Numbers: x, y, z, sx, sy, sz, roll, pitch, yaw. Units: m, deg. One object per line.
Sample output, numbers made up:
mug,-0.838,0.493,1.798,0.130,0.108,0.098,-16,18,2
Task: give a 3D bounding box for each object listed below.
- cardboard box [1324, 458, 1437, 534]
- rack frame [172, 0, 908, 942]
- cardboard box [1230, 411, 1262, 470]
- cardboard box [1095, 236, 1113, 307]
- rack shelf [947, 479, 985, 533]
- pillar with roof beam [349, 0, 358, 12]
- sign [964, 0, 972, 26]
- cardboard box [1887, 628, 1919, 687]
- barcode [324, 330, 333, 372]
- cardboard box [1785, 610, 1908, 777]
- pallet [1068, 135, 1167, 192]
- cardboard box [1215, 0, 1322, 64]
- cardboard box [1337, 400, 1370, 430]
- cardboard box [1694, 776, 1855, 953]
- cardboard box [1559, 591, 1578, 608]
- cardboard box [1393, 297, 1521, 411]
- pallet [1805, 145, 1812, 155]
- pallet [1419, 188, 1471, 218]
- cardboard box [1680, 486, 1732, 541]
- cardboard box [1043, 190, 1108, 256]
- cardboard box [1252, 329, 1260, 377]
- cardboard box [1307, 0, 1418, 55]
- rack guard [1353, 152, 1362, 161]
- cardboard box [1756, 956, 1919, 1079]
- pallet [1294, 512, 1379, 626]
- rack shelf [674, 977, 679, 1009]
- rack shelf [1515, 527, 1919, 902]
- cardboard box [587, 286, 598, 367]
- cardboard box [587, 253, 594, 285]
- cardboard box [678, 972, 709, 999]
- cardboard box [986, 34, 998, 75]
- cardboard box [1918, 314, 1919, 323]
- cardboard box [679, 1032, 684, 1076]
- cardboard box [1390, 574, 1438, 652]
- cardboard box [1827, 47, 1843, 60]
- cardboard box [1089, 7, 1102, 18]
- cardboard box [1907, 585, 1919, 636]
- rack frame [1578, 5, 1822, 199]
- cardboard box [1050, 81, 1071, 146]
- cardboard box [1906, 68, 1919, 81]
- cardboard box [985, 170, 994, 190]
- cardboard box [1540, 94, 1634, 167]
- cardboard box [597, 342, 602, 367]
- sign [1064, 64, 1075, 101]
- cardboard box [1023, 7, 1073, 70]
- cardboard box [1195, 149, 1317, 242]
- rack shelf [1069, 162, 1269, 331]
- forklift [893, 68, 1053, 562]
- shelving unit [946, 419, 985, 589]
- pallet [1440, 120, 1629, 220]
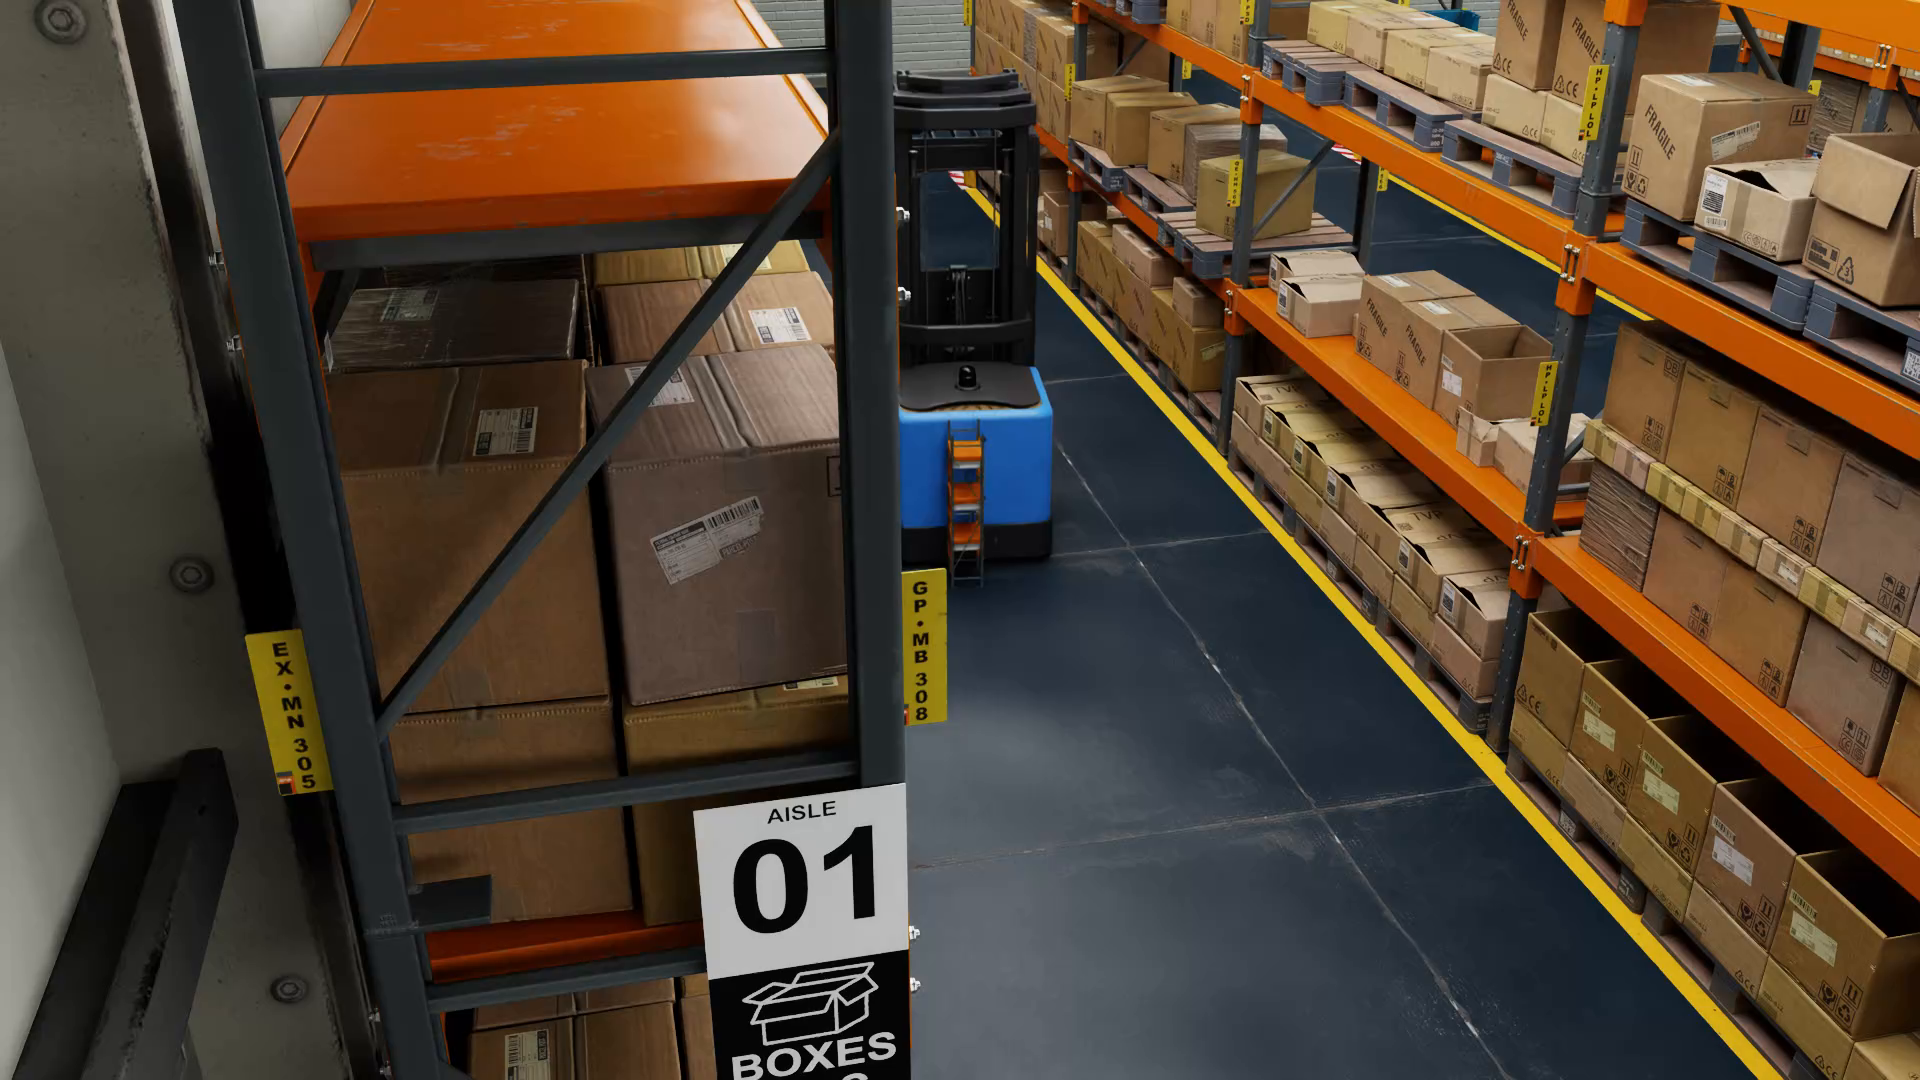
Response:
cardboard box,2.608,-0.302,10.329,0.500,0.311,0.500,-6,27,-12
rack frame,-0.602,-0.692,2.481,1.000,3.000,0.127,-6,27,-12
cardboard box,2.252,-0.731,11.801,0.500,0.250,0.500,-6,27,-12
cardboard box,1.522,-2.397,14.803,0.500,0.500,0.500,-6,27,-11
rack shelf,0.034,-0.209,10.369,0.215,0.259,0.240,-2,27,-5
pillar with roof beam,1.239,-3.983,9.001,9.100,9.000,0.400,-6,27,-12
sign,0.089,-5.874,18.445,0.100,0.325,0.005,-6,27,-12
cardboard box,3.658,0.430,6.084,0.380,0.149,0.250,-5,27,-10
barcode,-1.249,-0.373,3.291,0.001,0.075,0.075,-6,27,-12
cardboard box,3.779,0.551,6.565,0.700,0.500,0.500,-5,27,-10
pallet,1.593,-3.339,14.596,1.003,0.211,1.213,-6,27,-12
cardboard box,2.289,-3.603,11.465,0.910,0.500,0.500,-6,27,-12
cardboard box,2.902,-0.809,11.333,0.500,0.311,0.500,-6,27,-12
cardboard box,3.461,1.324,6.897,0.500,0.500,0.500,-6,27,-12
cardboard box,3.471,0.308,9.120,0.500,0.311,0.500,-6,27,-11
cardboard box,2.933,-1.109,9.855,0.500,0.500,0.500,-6,27,-12
pallet,10.526,-4.959,20.688,1.003,0.211,1.213,-6,27,-12
pallet,5.864,-3.899,18.587,1.003,0.211,1.213,-6,27,-12
cardboard box,3.371,-0.133,7.200,0.380,0.149,0.250,-6,27,-12
cardboard box,1.114,-3.089,16.173,0.500,0.500,0.500,-6,27,-12
cardboard box,2.473,-1.569,13.163,0.500,0.500,0.500,-7,28,-13
cardboard box,2.577,-3.297,10.671,0.500,0.250,0.500,-8,28,-15
rack guard,5.426,-4.938,20.324,1.175,0.500,0.348,-6,27,-12
cardboard box,3.576,1.878,6.632,0.500,0.250,0.500,-6,27,-12
pallet,2.839,0.114,10.636,1.003,0.211,1.213,-6,27,-12
rack shelf,-1.053,1.429,5.735,1.077,0.370,4.000,-6,27,-12
rack shelf,3.773,0.924,6.735,1.077,0.370,4.000,-6,27,-12
cardboard box,-1.386,-0.466,5.228,0.500,0.500,0.500,-6,27,-12
cardboard box,-0.992,-1.176,5.526,0.500,0.500,0.500,-4,27,-9
cardboard box,-0.519,1.251,4.601,0.500,0.500,0.500,-6,27,-11
cardboard box,0.582,-5.140,17.840,0.500,0.500,0.500,-6,27,-12
cardboard box,3.582,-0.791,5.483,0.500,0.311,0.500,-3,27,-6
cardboard box,-1.023,1.631,4.680,0.500,0.250,0.500,-5,27,-10
cardboard box,2.834,0.390,9.580,0.500,0.250,0.500,-6,27,-12
cardboard box,10.320,-5.681,19.303,0.380,0.149,0.250,-6,27,-12
cardboard box,1.455,-4.965,16.385,0.500,0.500,0.500,-7,28,-13
cardboard box,3.880,0.176,5.867,0.700,0.500,0.500,-6,27,-11
rack frame,3.322,-2.953,6.960,1.000,3.000,0.127,-6,27,-12
cardboard box,1.156,-4.025,15.631,0.500,0.500,0.500,-6,27,-11
cardboard box,10.609,-5.118,18.187,0.380,0.149,0.250,-5,27,-11
cardboard box,0.576,-4.025,18.305,0.500,0.250,0.500,-6,27,-12
cardboard box,3.192,-2.006,8.113,0.500,0.250,0.500,-3,27,-6
cardboard box,-0.783,-0.279,4.858,0.500,0.500,0.500,-4,27,-8
sign,0.992,-4.115,14.959,0.100,0.325,0.005,-6,27,-12
cardboard box,0.921,-4.919,16.293,0.500,0.500,0.500,-6,27,-11
cardboard box,2.169,-2.528,12.199,0.700,0.500,0.500,-16,31,-29
rack shelf,1.970,-2.588,13.693,1.077,0.370,4.000,-6,27,-12
forklift,-0.054,-1.800,11.411,1.130,2.935,3.031,-2,27,-5
shelving unit,0.034,-0.219,10.364,0.215,1.050,0.252,-2,27,-5
pallet,3.110,-1.914,8.444,0.805,0.209,1.217,-7,28,-14
